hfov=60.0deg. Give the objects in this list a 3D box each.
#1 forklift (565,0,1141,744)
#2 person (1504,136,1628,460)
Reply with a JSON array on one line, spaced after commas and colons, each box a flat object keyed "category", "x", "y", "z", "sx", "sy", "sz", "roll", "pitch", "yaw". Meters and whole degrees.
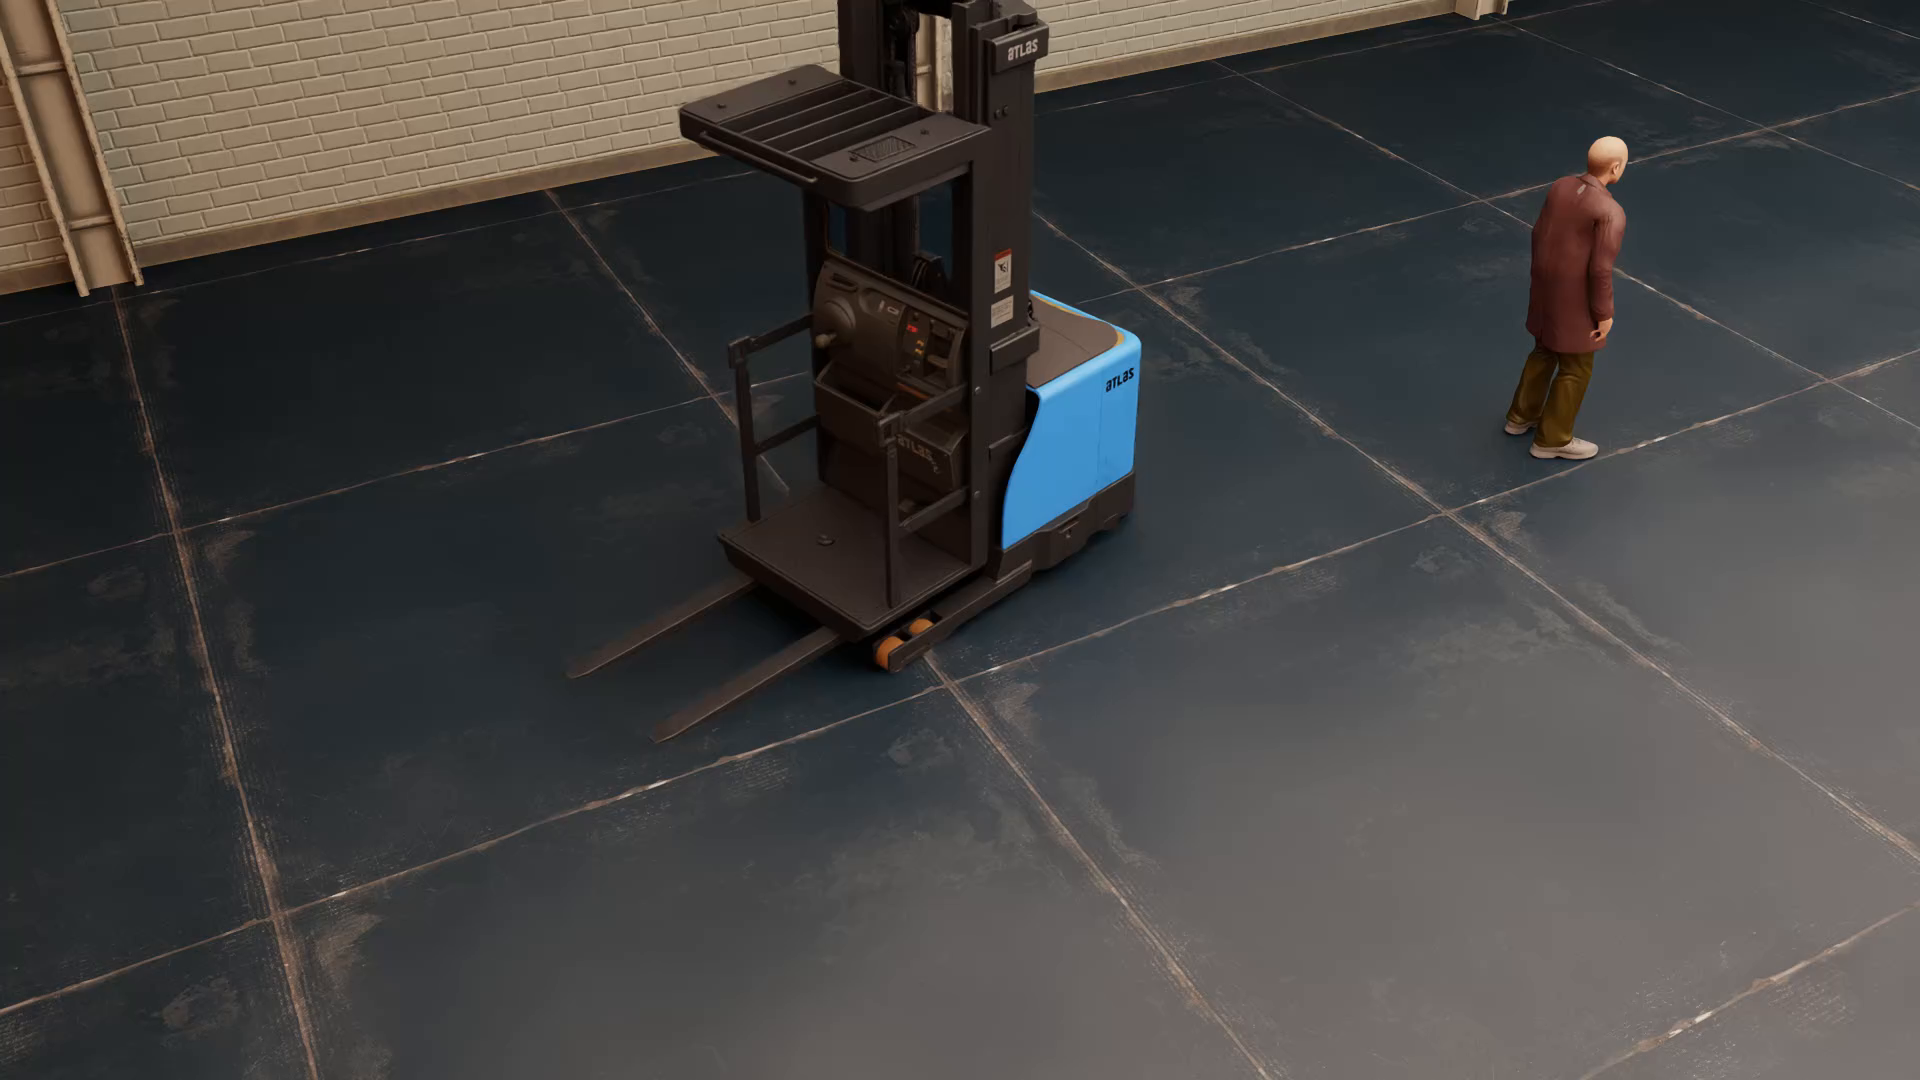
[{"category": "forklift", "x": -0.474, "y": -0.913, "z": 7.414, "sx": 1.130, "sy": 2.935, "sz": 3.031, "roll": 29, "pitch": 45, "yaw": 35}, {"category": "person", "x": 3.300, "y": -1.252, "z": 9.026, "sx": 0.436, "sy": 1.623, "sz": 0.645, "roll": -11, "pitch": 37, "yaw": -15}]
